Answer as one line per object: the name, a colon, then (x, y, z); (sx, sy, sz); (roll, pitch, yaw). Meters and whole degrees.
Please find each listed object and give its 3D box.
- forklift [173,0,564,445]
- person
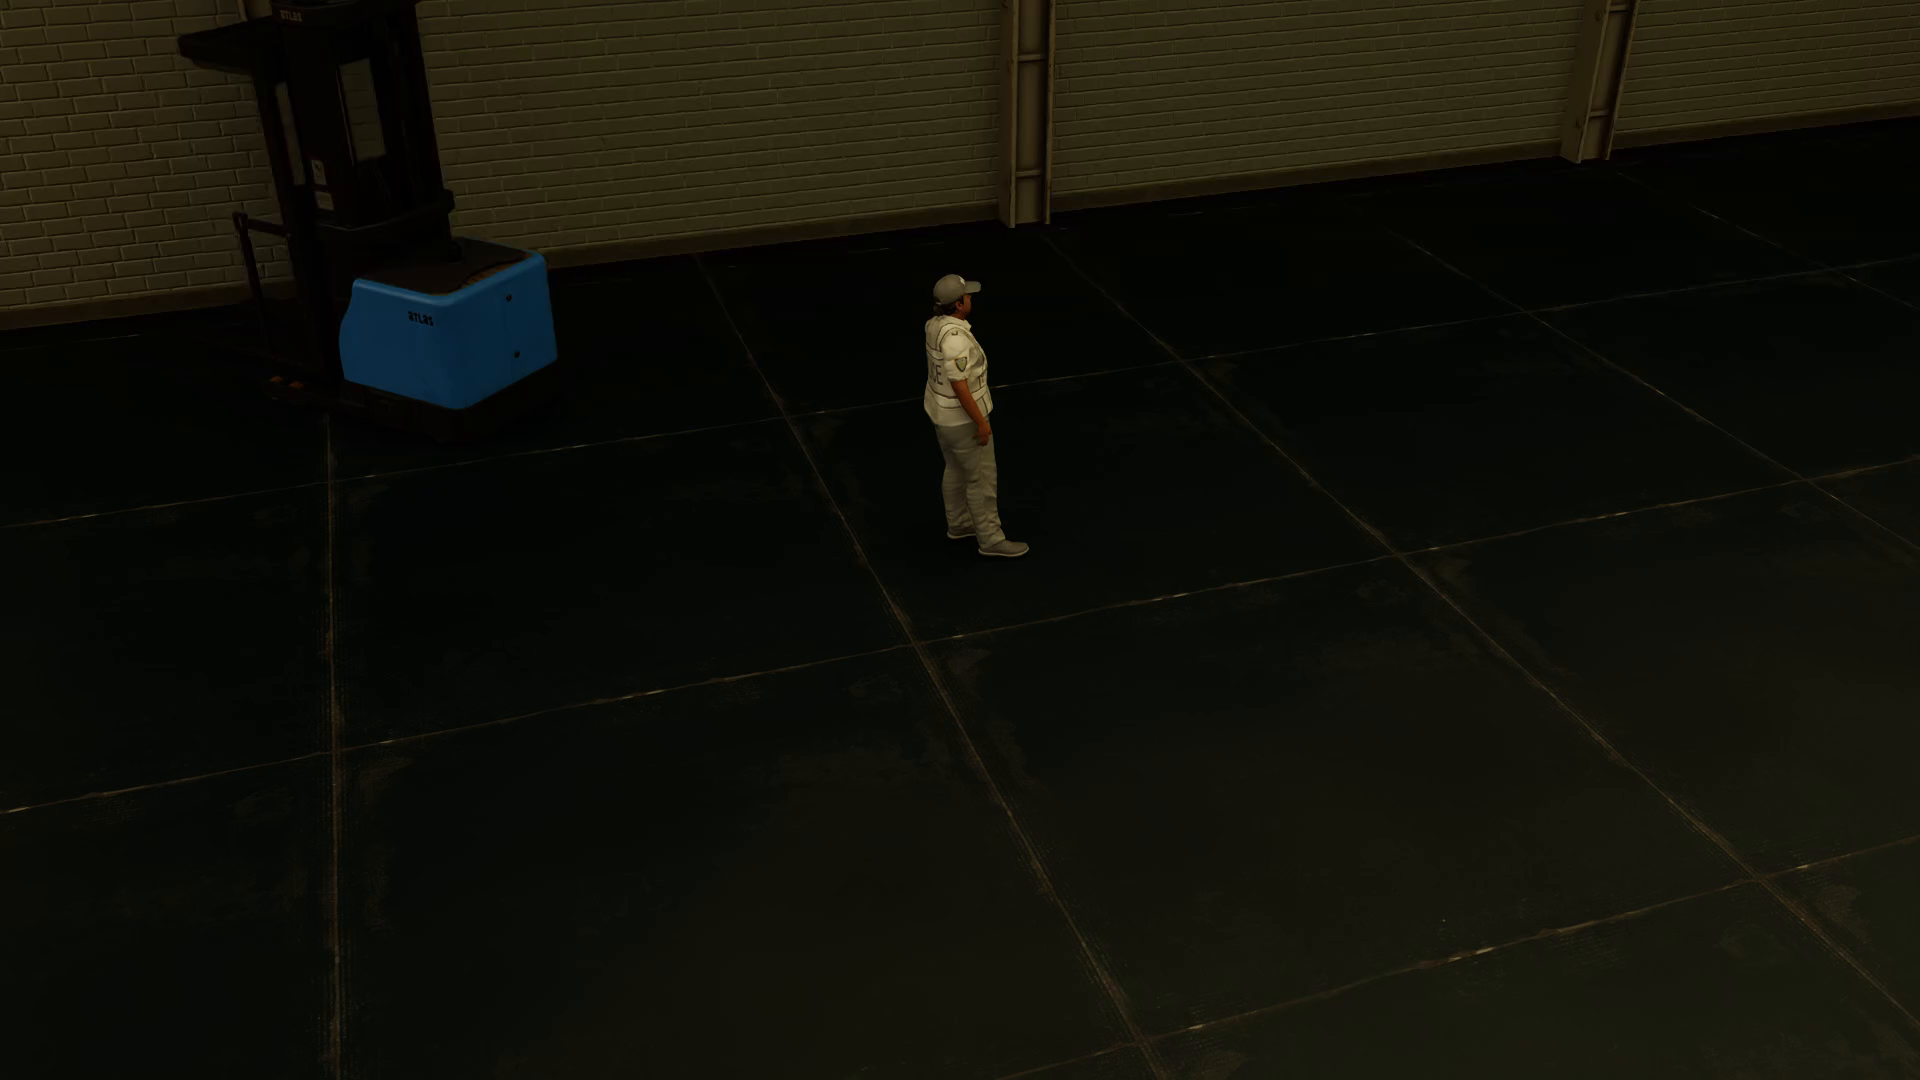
forklift: (-4.334, -2.423, 11.298); (3.031, 2.935, 1.130); (15, 33, 25)
person: (0.080, -0.731, 9.609); (0.529, 1.670, 0.598); (-10, 31, -16)
